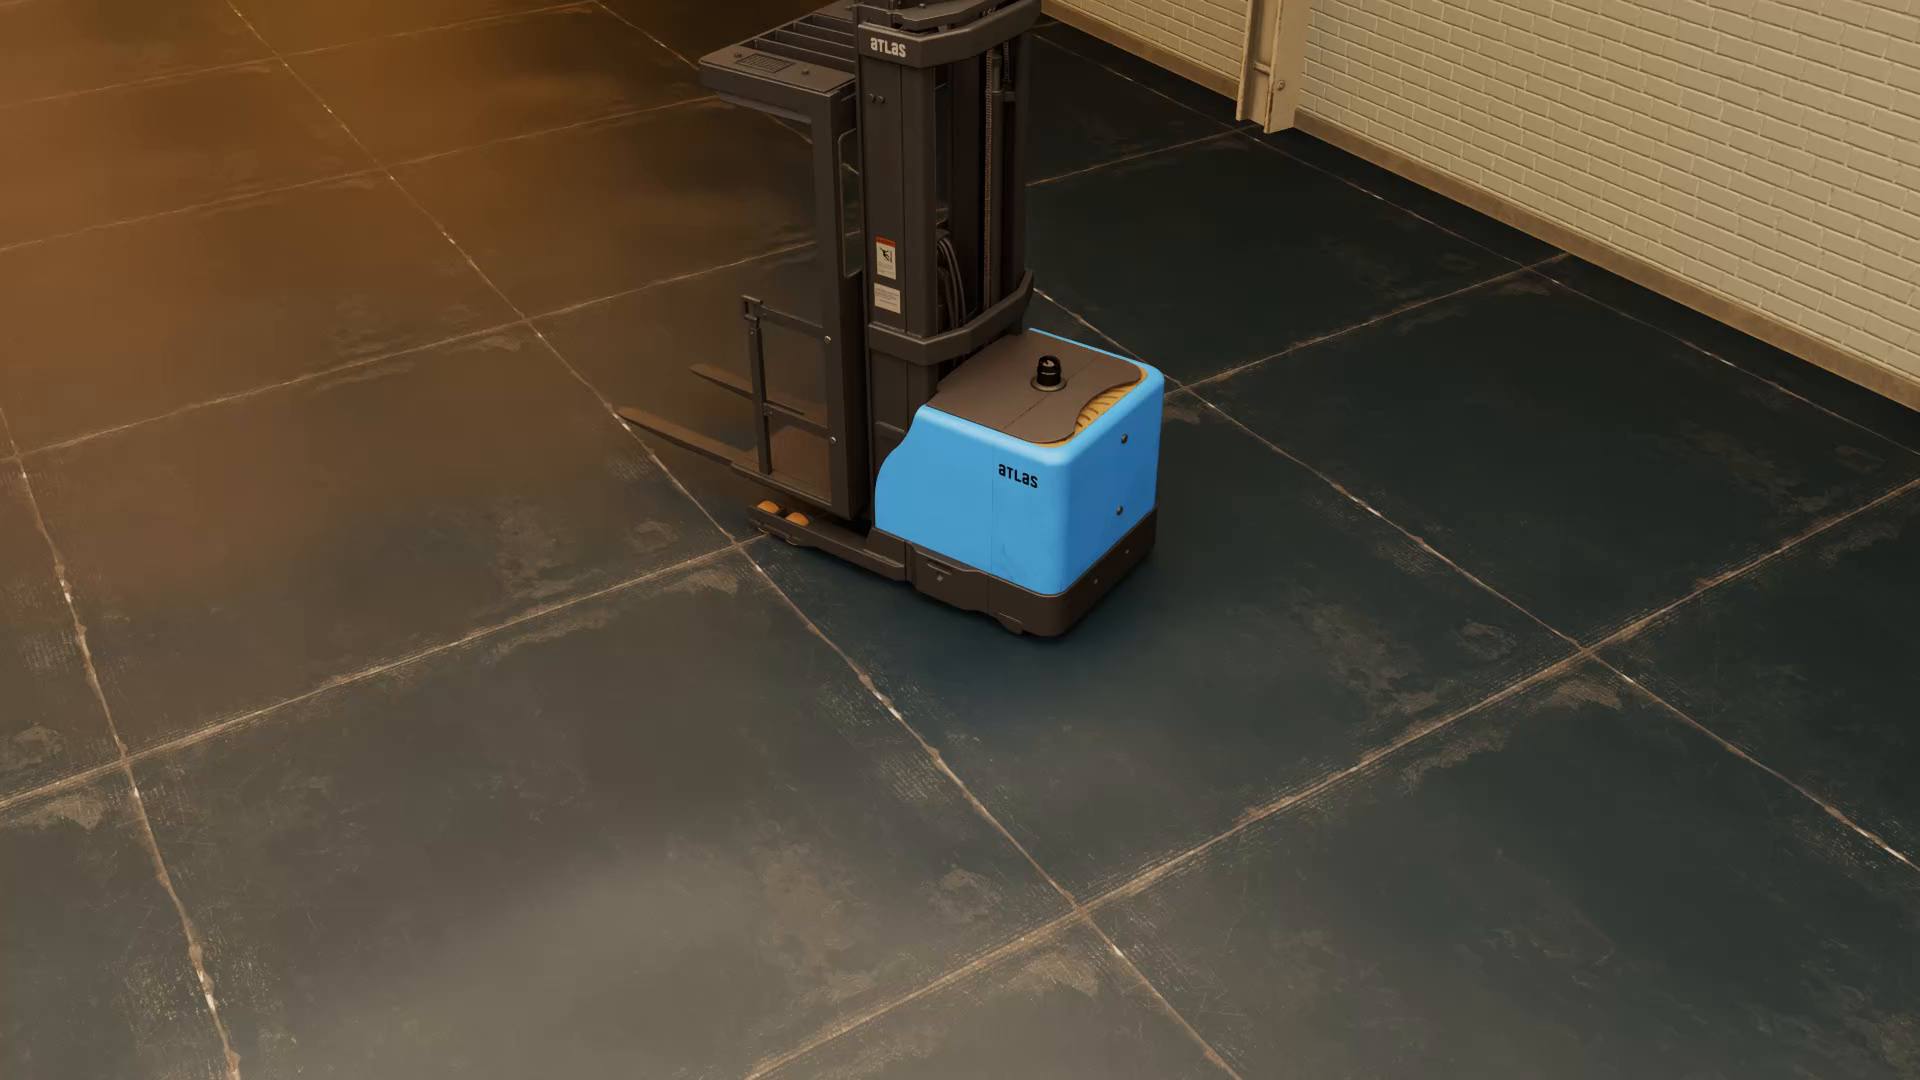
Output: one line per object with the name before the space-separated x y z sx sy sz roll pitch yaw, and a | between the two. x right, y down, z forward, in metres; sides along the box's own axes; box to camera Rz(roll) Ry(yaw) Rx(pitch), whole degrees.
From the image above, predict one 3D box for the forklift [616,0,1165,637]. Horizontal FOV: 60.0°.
forklift | -0.500 -1.399 8.138 3.031 2.935 1.130 22 41 28
